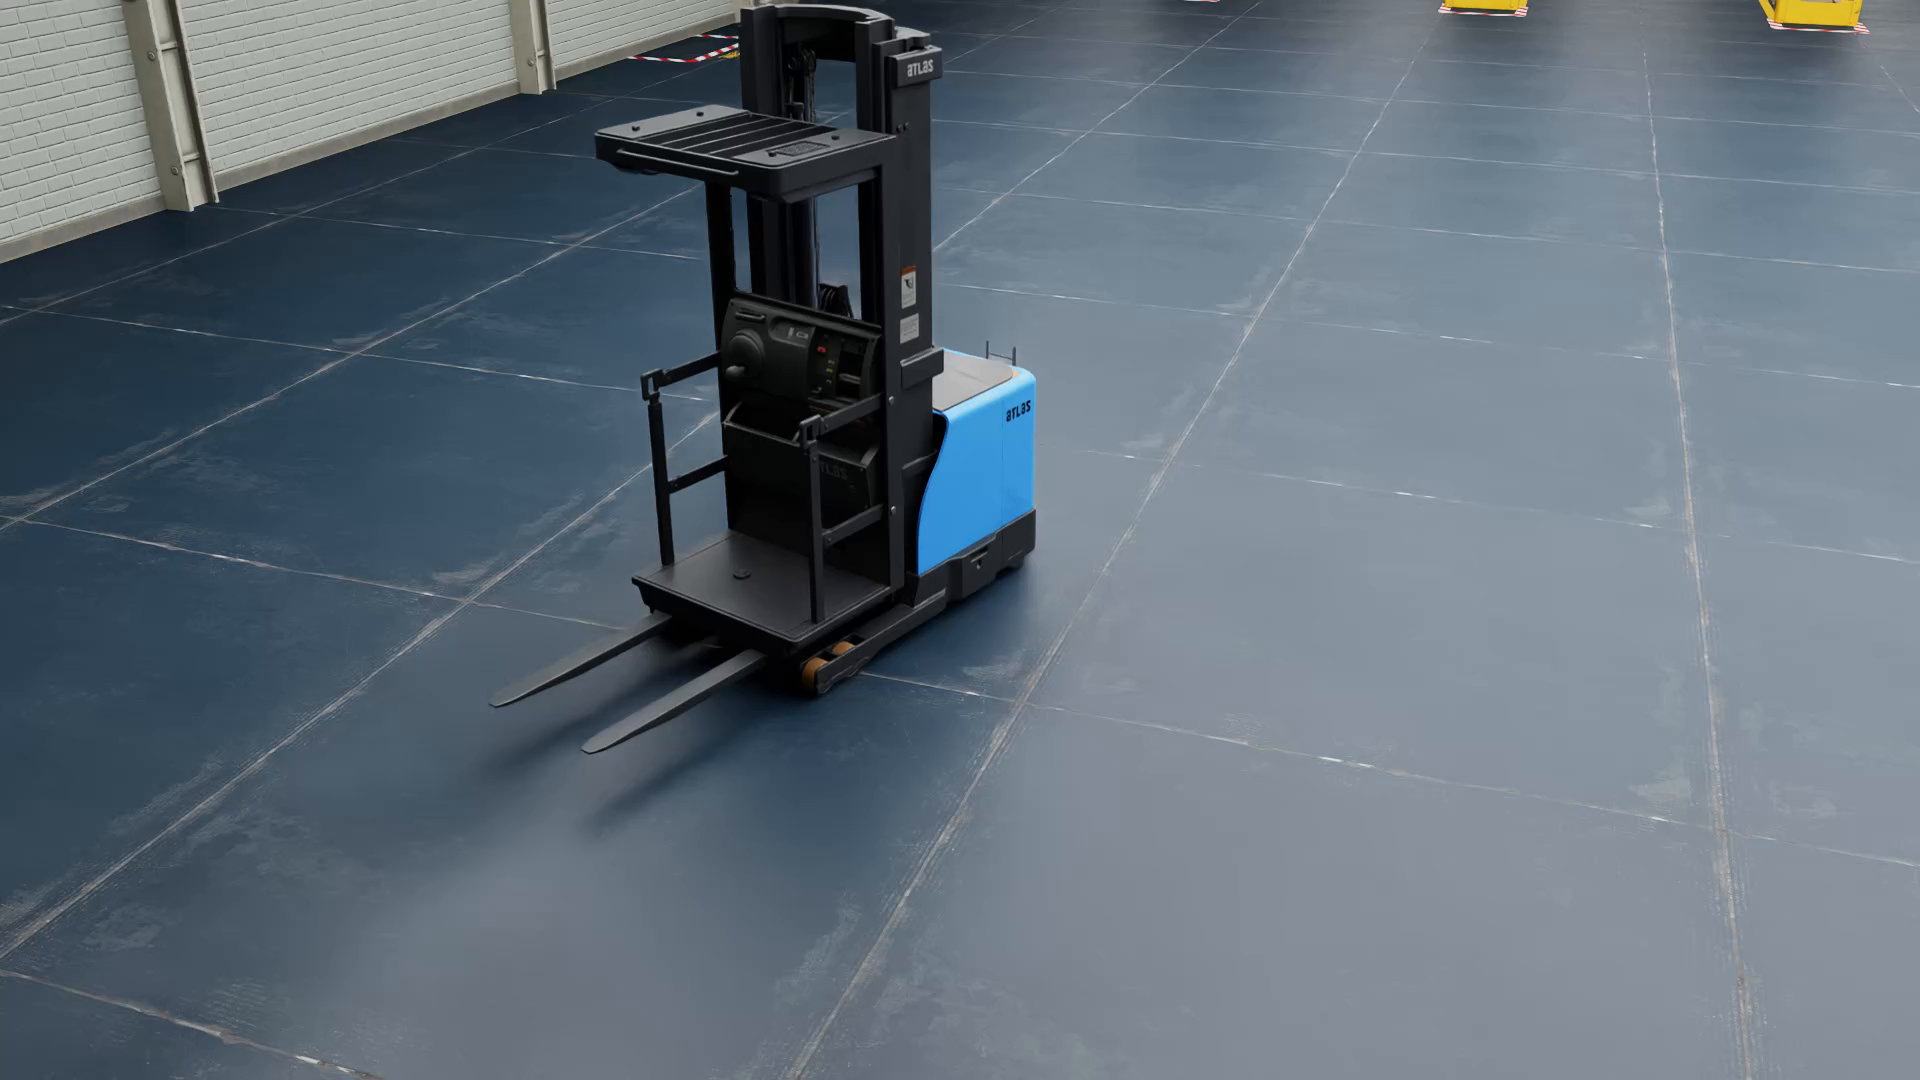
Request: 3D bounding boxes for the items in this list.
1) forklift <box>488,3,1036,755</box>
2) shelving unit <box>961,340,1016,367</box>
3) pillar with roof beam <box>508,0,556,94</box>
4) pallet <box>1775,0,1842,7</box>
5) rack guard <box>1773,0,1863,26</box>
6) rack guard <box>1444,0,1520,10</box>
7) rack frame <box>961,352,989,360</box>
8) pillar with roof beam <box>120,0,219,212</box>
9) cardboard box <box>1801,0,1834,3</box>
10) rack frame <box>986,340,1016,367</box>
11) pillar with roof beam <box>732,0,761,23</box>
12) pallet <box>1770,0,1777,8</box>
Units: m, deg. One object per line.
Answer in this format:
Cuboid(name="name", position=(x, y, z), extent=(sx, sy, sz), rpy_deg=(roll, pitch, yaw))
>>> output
Cuboid(name="forklift", position=(-0.885, -0.843, 7.628), extent=(1.130, 2.935, 3.031), rpy_deg=(18, 31, 33))
Cuboid(name="shelving unit", position=(0.149, -0.554, 9.190), extent=(0.215, 1.050, 0.252), rpy_deg=(18, 31, 33))
Cuboid(name="pillar with roof beam", position=(-1.258, -9.081, 17.679), extent=(9.100, 9.000, 0.400), rpy_deg=(9, 27, 17))
Cuboid(name="pallet", position=(13.600, -8.473, 26.508), extent=(1.003, 0.211, 1.213), rpy_deg=(9, 27, 17))
Cuboid(name="rack guard", position=(13.297, -8.275, 25.766), extent=(1.175, 0.500, 0.348), rpy_deg=(9, 27, 17))
Cuboid(name="rack guard", position=(8.582, -9.000, 27.264), extent=(1.175, 0.500, 0.348), rpy_deg=(9, 27, 17))
Cuboid(name="rack frame", position=(0.075, -0.512, 9.103), extent=(0.200, 1.050, 0.008), rpy_deg=(18, 31, 33))
Cuboid(name="pillar with roof beam", position=(-3.255, -6.615, 12.587), extent=(9.100, 9.000, 0.400), rpy_deg=(9, 27, 17))
Cuboid(name="cardboard box", position=(13.495, -8.687, 26.135), extent=(0.500, 0.500, 0.500), rpy_deg=(14, 29, 27))
Cuboid(name="rack frame", position=(0.222, -0.597, 9.278), extent=(0.200, 1.050, 0.008), rpy_deg=(18, 31, 33))
Cuboid(name="pillar with roof beam", position=(0.739, -11.547, 22.772), extent=(9.100, 9.000, 0.400), rpy_deg=(9, 27, 17))
Cuboid(name="pallet", position=(14.008, -8.973, 27.540), extent=(1.003, 0.211, 1.213), rpy_deg=(9, 27, 17))
